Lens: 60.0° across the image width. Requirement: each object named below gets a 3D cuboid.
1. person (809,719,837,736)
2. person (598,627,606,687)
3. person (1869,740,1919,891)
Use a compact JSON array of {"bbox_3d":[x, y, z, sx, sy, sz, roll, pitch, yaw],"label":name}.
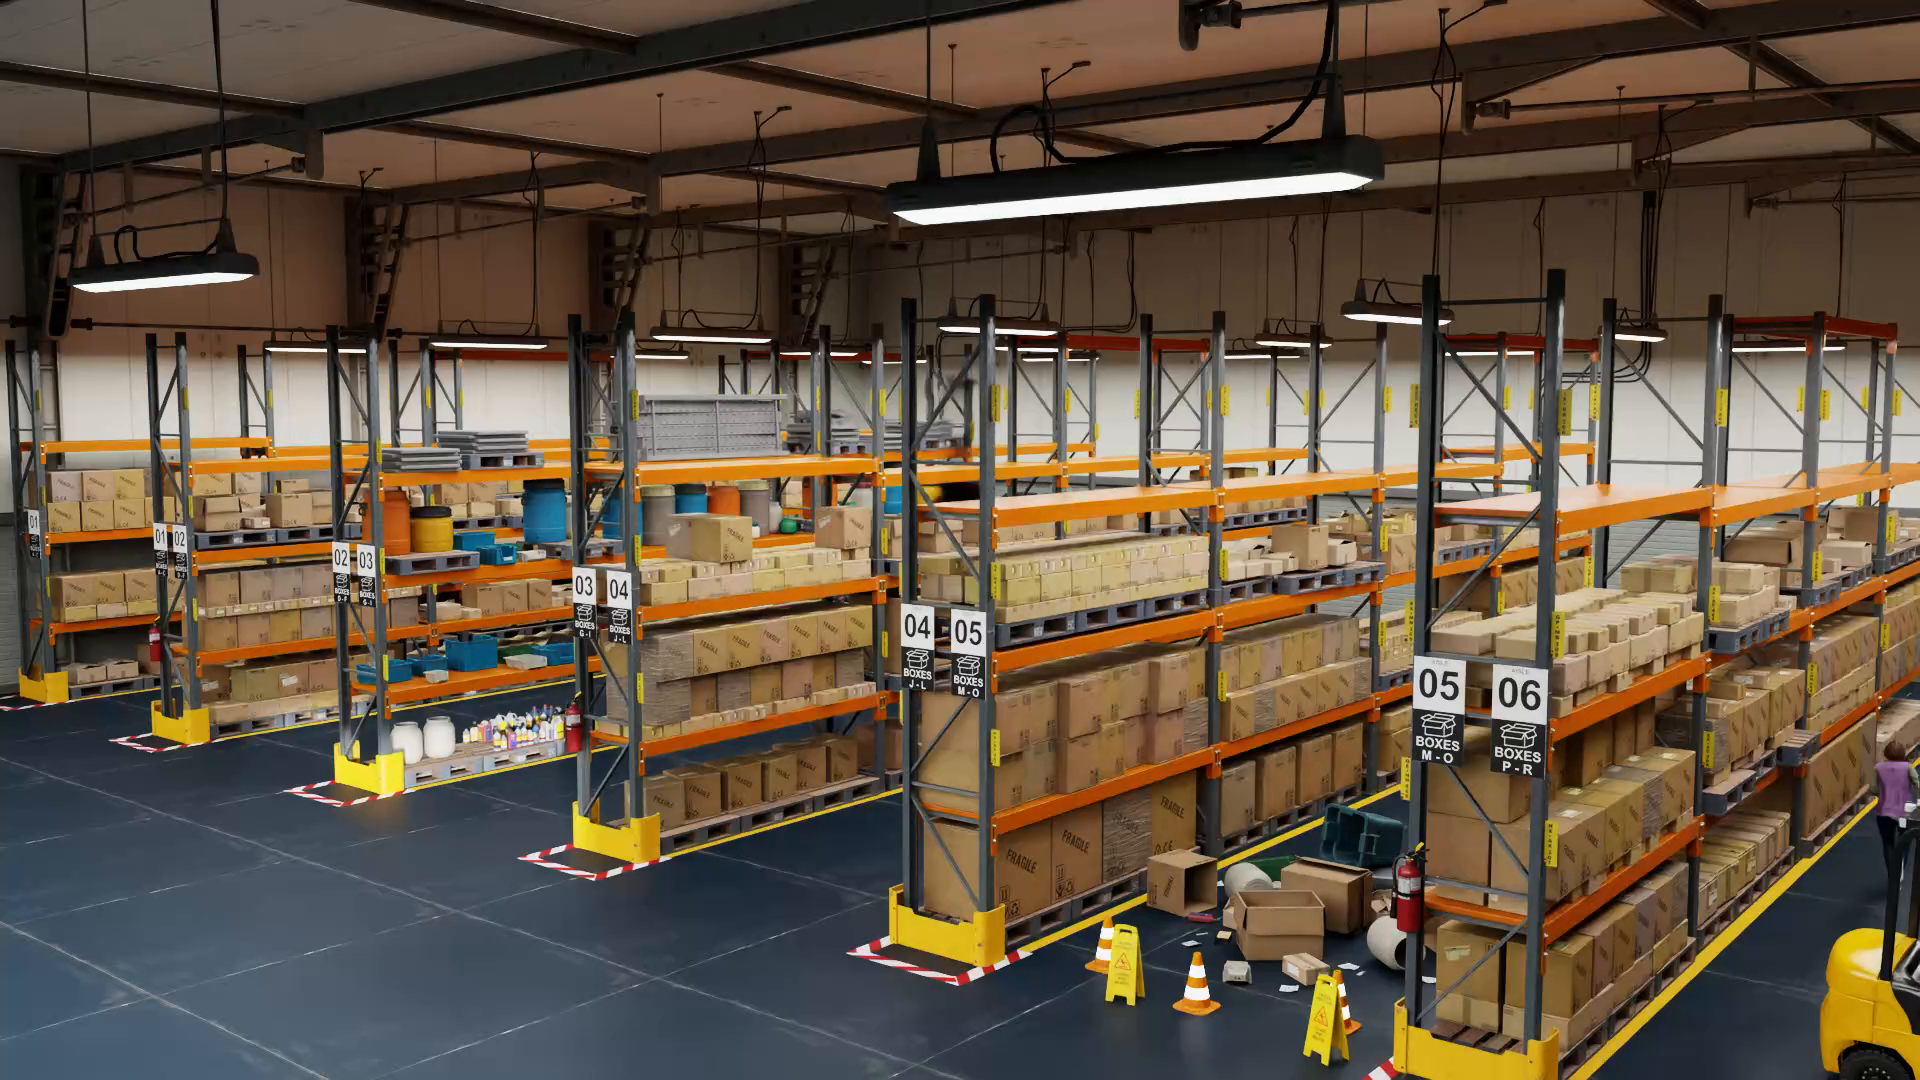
[{"bbox_3d":[-2.029,2.212,23.627,0.561,1.662,0.562,4,7,40],"label":"person"},{"bbox_3d":[-5.542,1.997,26.686,0.685,1.544,0.864,4,6,35],"label":"person"},{"bbox_3d":[9.703,2.847,17.226,0.530,1.552,0.561,4,6,34],"label":"person"}]
